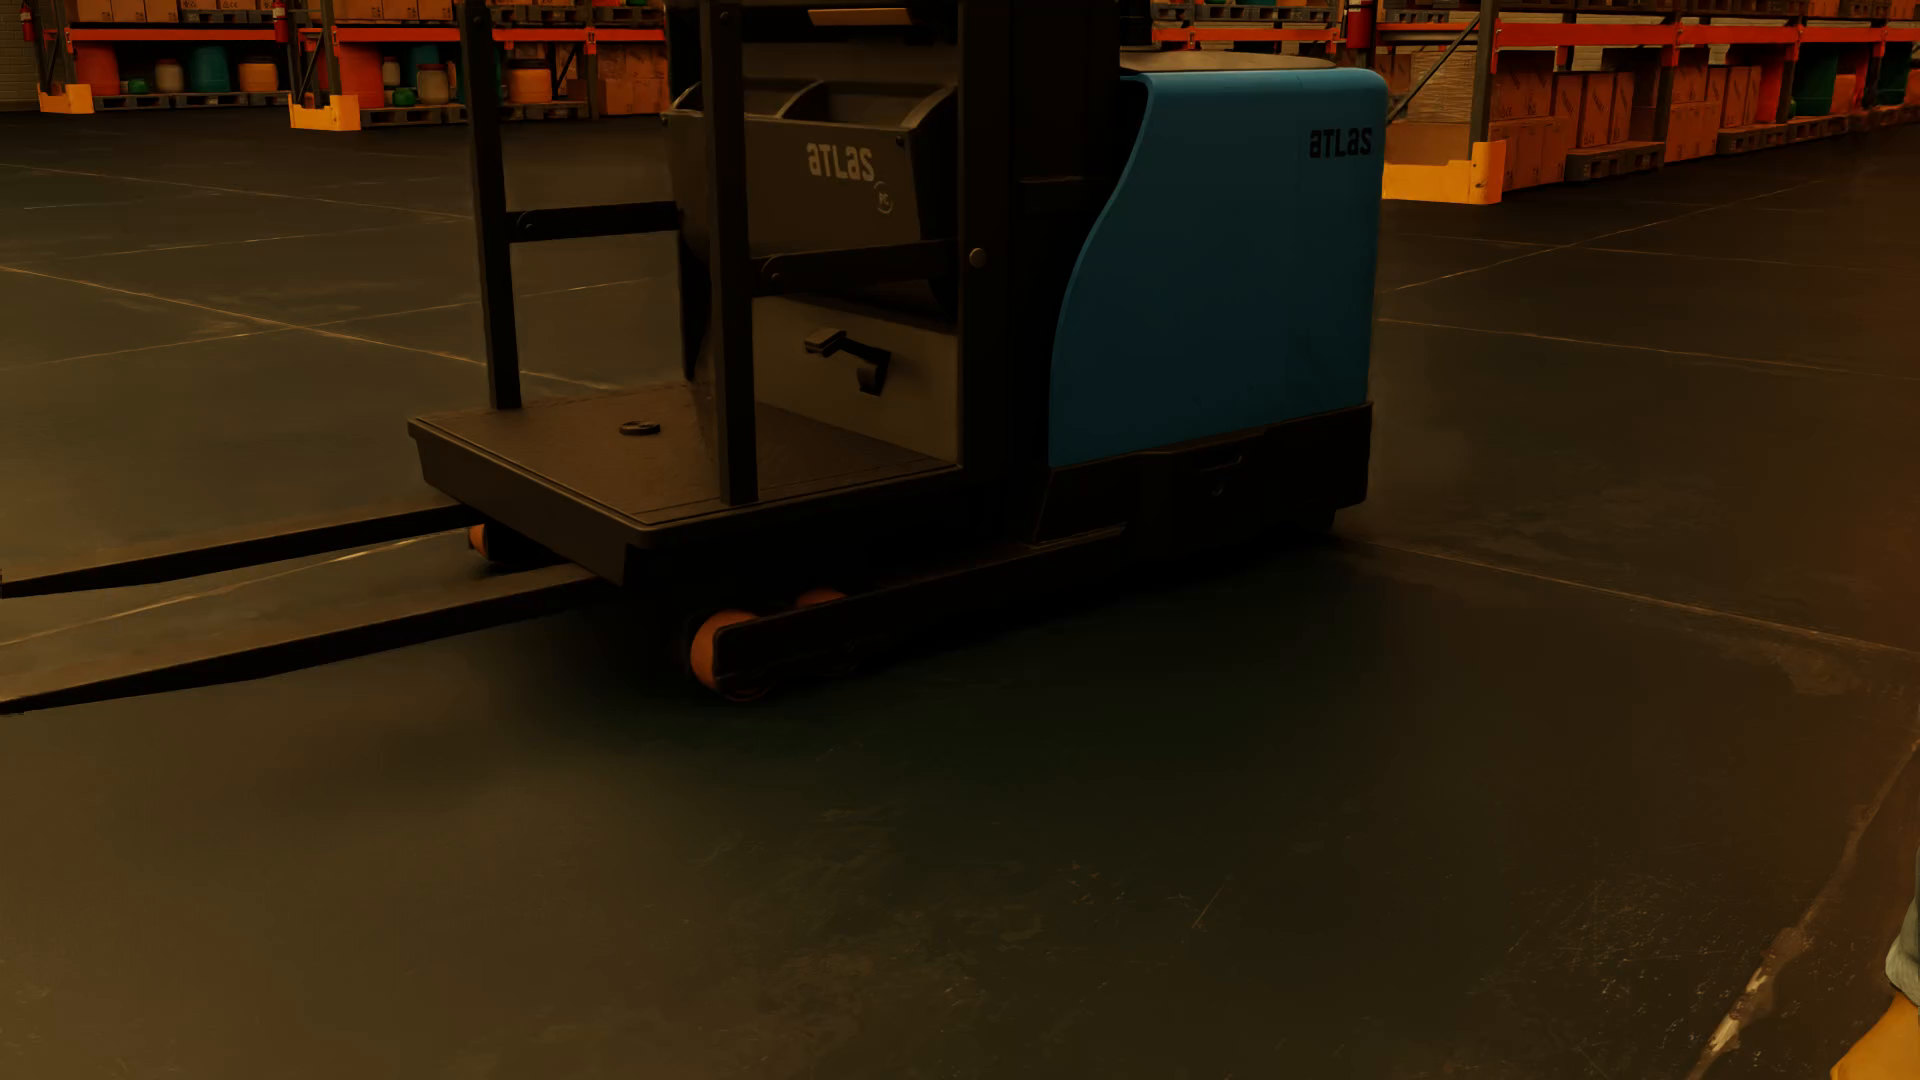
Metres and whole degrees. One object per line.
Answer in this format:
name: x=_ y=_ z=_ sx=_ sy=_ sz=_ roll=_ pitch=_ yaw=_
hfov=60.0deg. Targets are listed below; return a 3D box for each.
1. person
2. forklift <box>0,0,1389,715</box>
person: x=1.176 y=0.002 z=1.440 sx=0.913 sy=1.505 sz=0.844 roll=-13 pitch=21 yaw=-36
forklift: x=-0.486 y=-1.284 z=3.126 sx=3.031 sy=2.935 sz=1.130 roll=-13 pitch=21 yaw=-36
